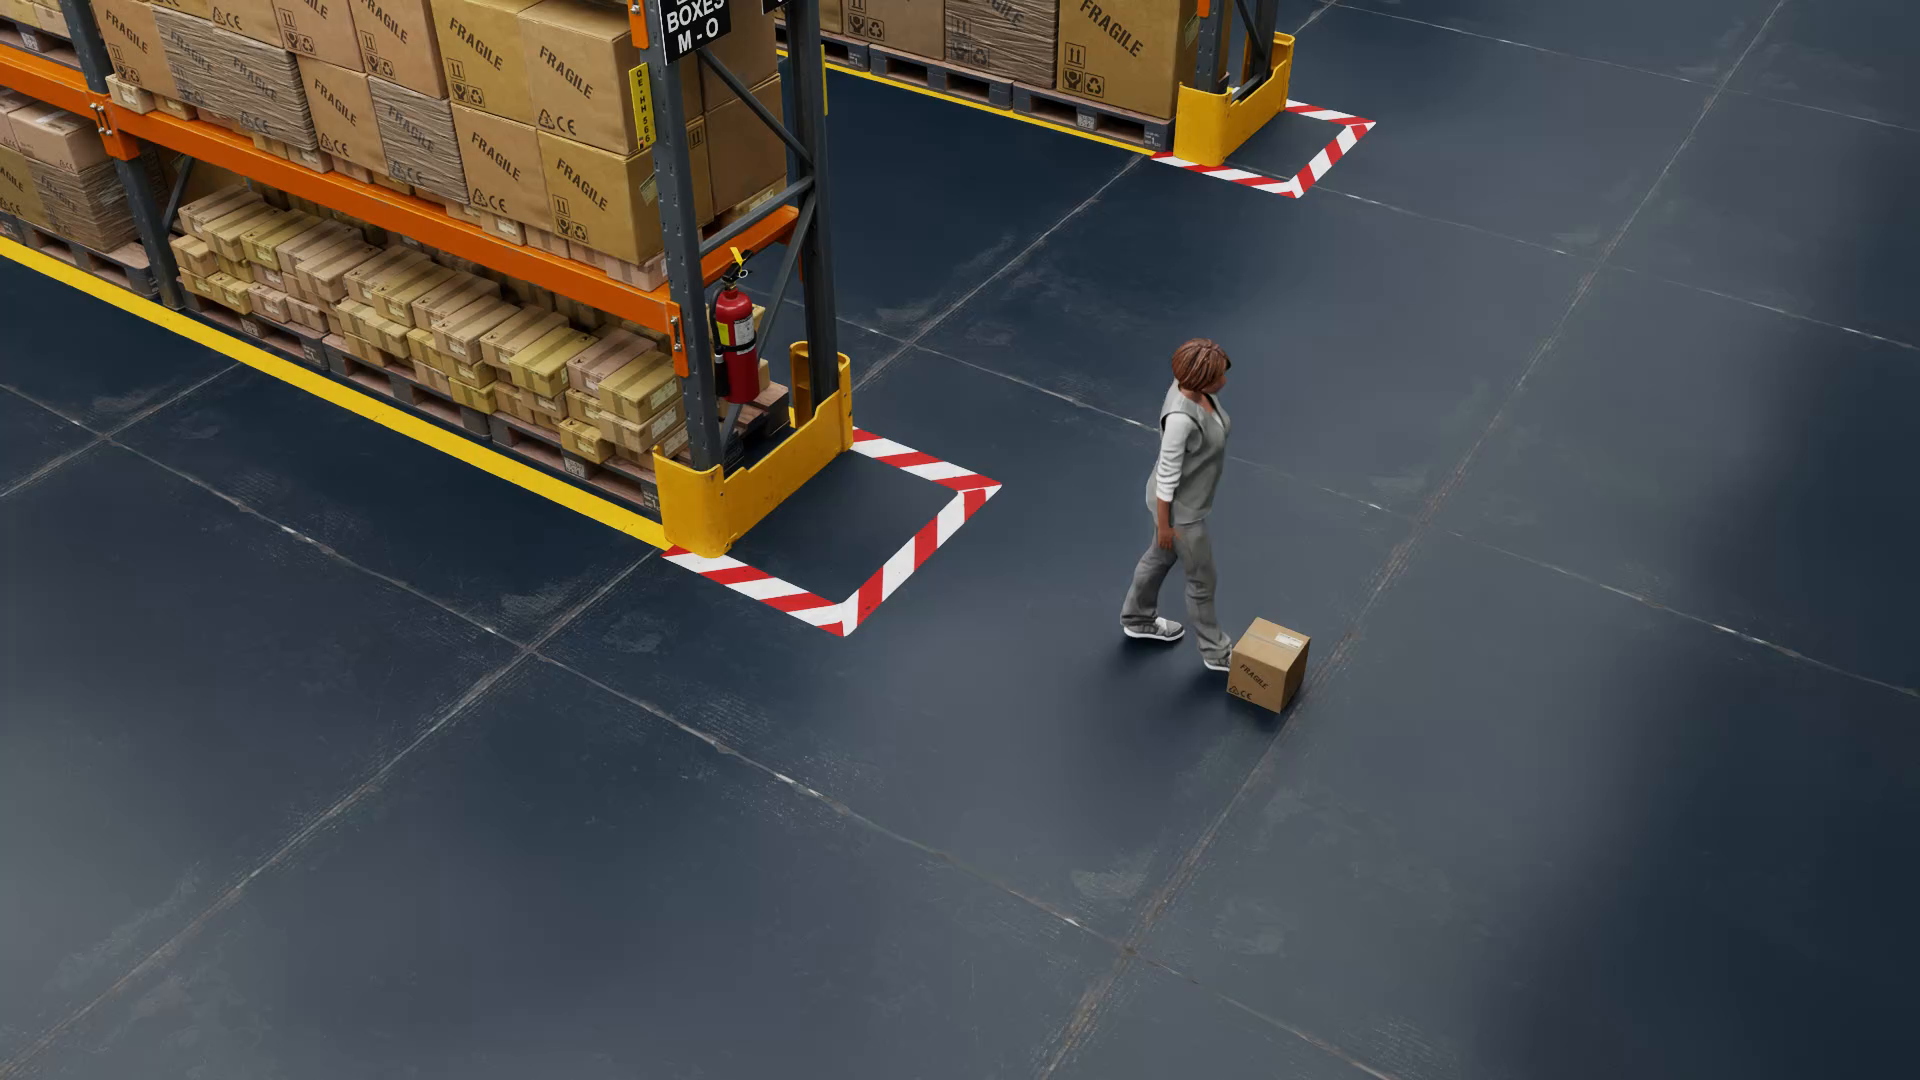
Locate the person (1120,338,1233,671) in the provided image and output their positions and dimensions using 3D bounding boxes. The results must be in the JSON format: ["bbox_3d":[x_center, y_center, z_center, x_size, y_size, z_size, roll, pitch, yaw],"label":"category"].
[{"bbox_3d":[1.025,-0.141,6.857,0.657,1.580,0.429,8,40,10],"label":"person"}]
